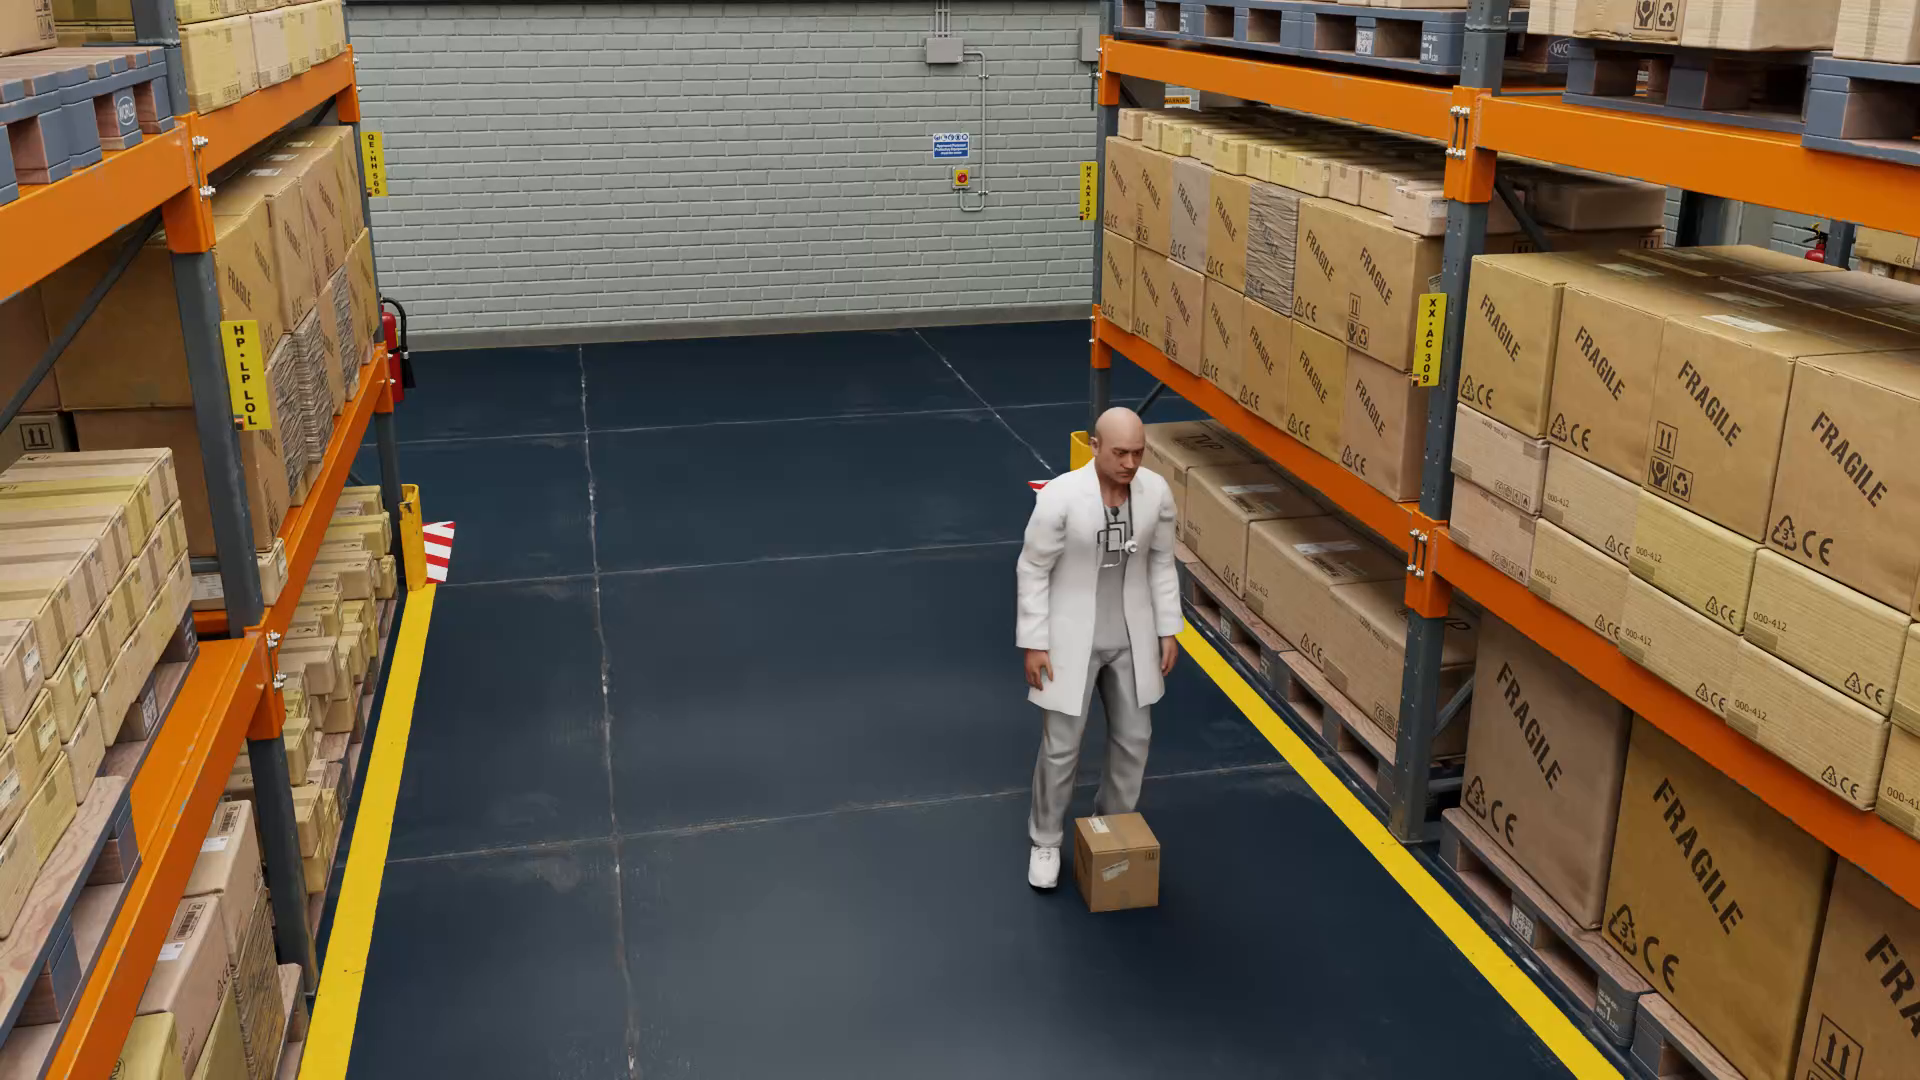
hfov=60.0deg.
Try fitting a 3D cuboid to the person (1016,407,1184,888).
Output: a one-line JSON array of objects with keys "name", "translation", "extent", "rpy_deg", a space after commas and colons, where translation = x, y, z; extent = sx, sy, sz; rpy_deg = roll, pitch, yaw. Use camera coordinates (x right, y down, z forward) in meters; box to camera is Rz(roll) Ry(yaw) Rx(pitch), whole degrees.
[{"name": "person", "translation": [0.513, 0.373, 6.032], "extent": [0.646, 1.772, 0.429], "rpy_deg": [-6, 20, -16]}]
